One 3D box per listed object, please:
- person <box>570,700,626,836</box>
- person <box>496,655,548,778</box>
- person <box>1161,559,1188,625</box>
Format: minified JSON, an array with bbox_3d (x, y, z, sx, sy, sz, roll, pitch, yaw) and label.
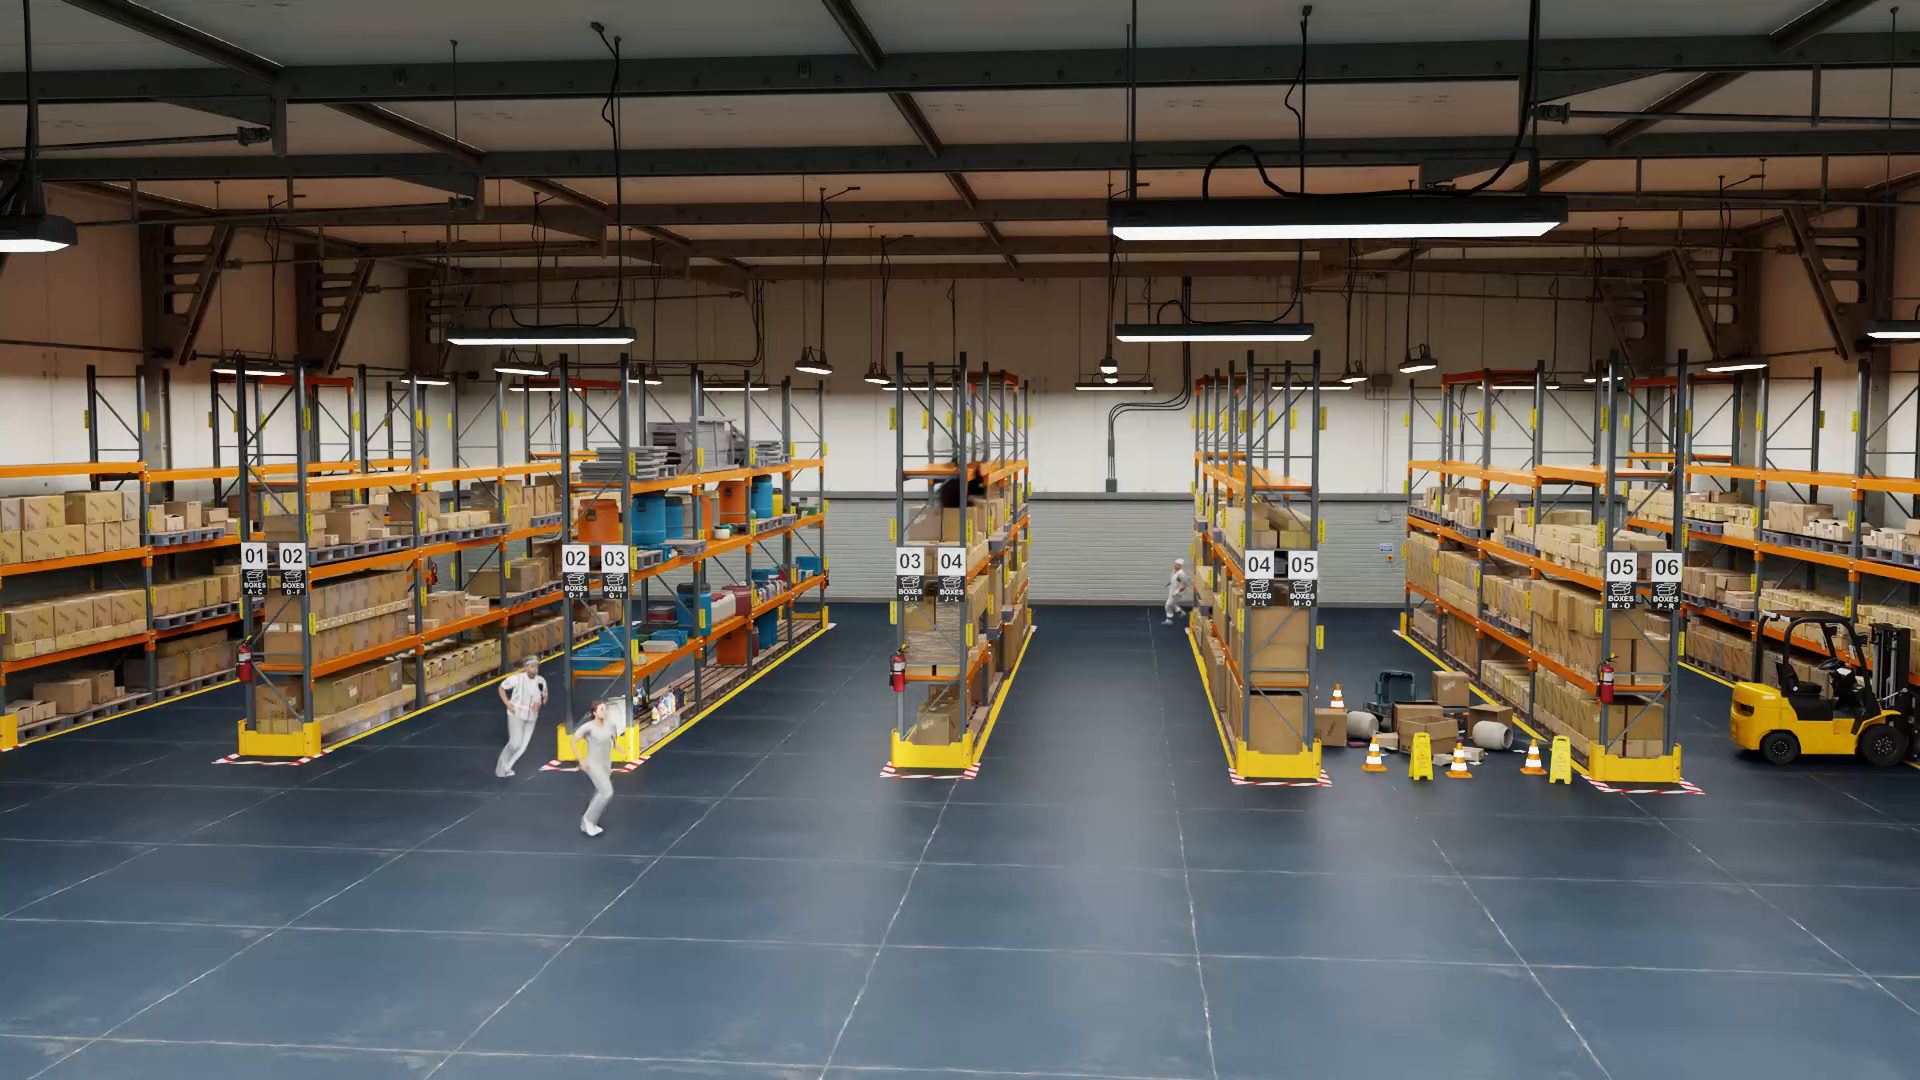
[{"bbox_3d":[-4.339,2.746,20.085,0.622,1.641,0.569,2,5,29],"label":"person"},{"bbox_3d":[-6.148,2.481,23.420,0.739,1.713,0.594,-3,5,-40],"label":"person"},{"bbox_3d":[5.381,1.271,40.692,0.730,1.677,0.836,-2,5,-30],"label":"person"}]
